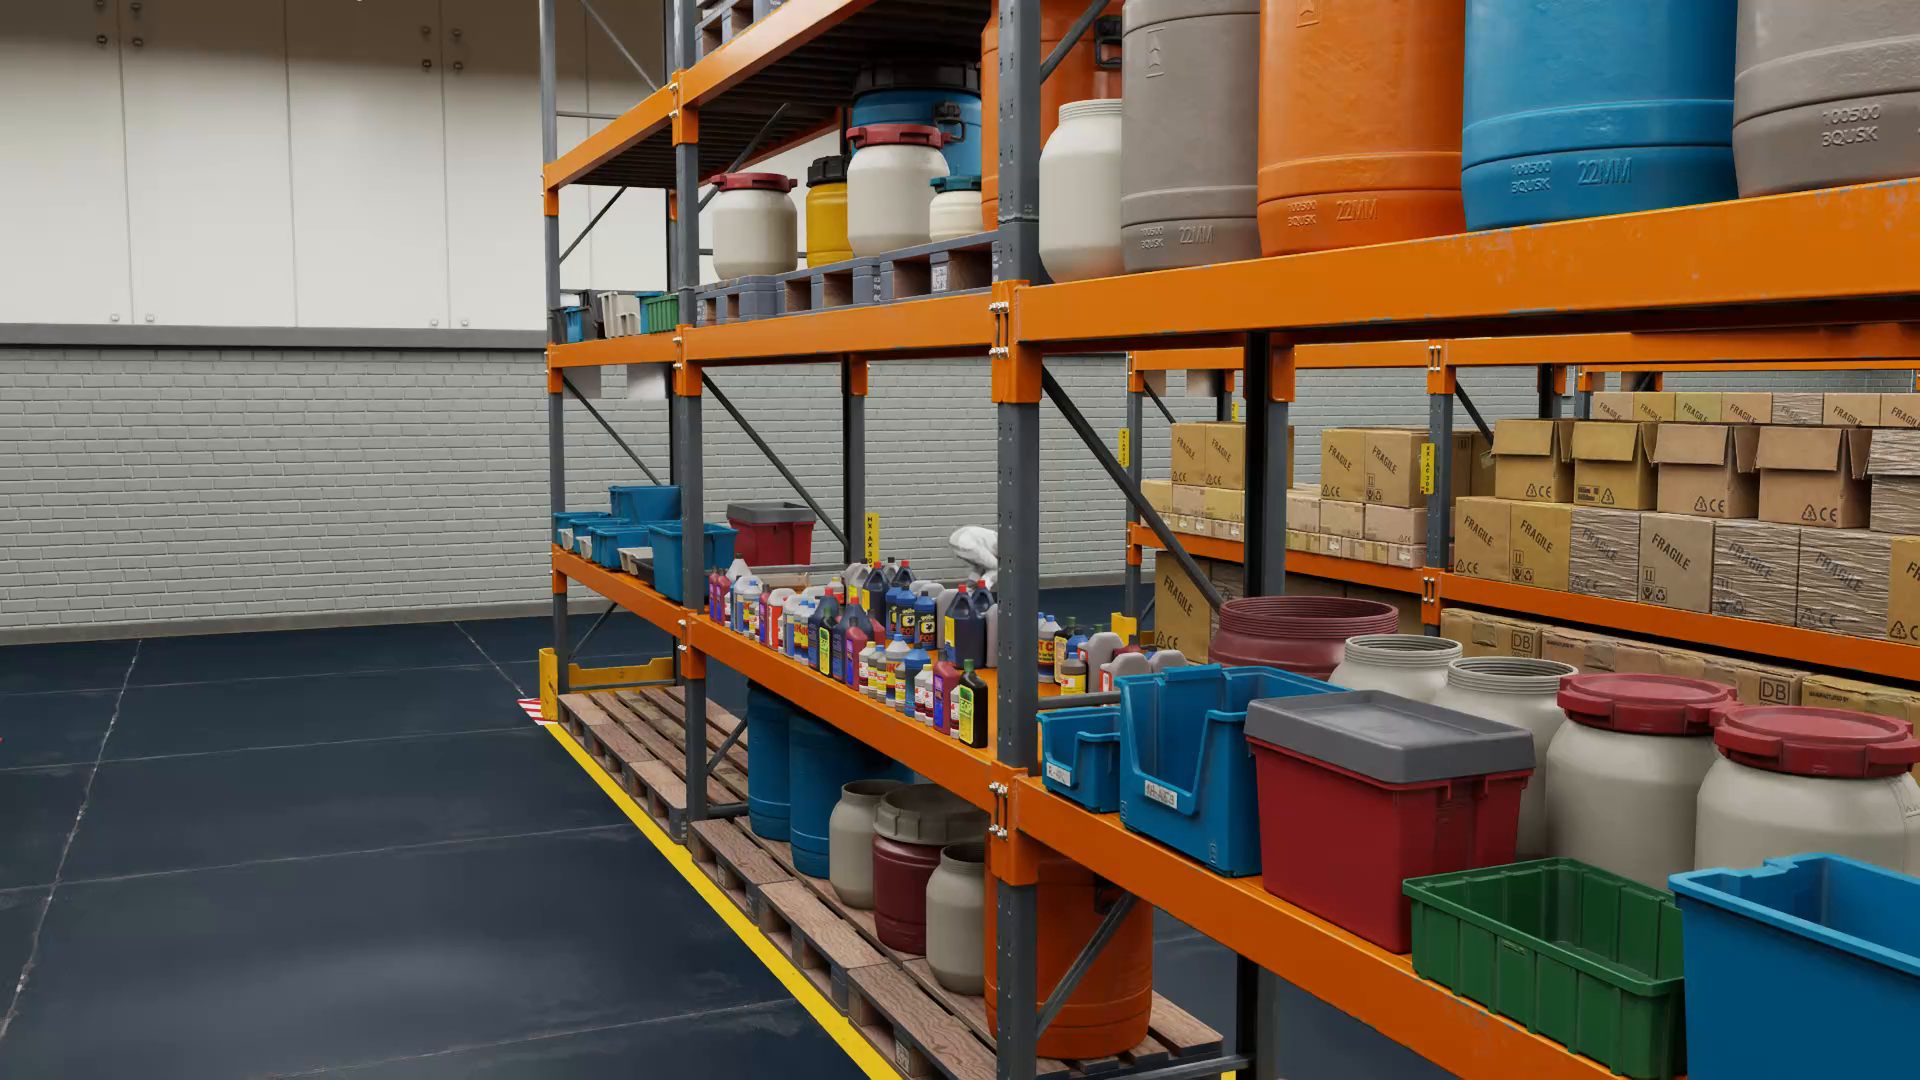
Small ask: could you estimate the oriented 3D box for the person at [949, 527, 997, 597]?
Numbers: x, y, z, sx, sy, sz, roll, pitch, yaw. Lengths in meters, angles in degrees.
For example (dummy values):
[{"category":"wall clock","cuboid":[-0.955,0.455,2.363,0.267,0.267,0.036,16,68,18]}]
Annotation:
[{"category":"person","cuboid":[0.338,0.293,19.196,0.956,0.915,0.535,-3,6,-26]}]
